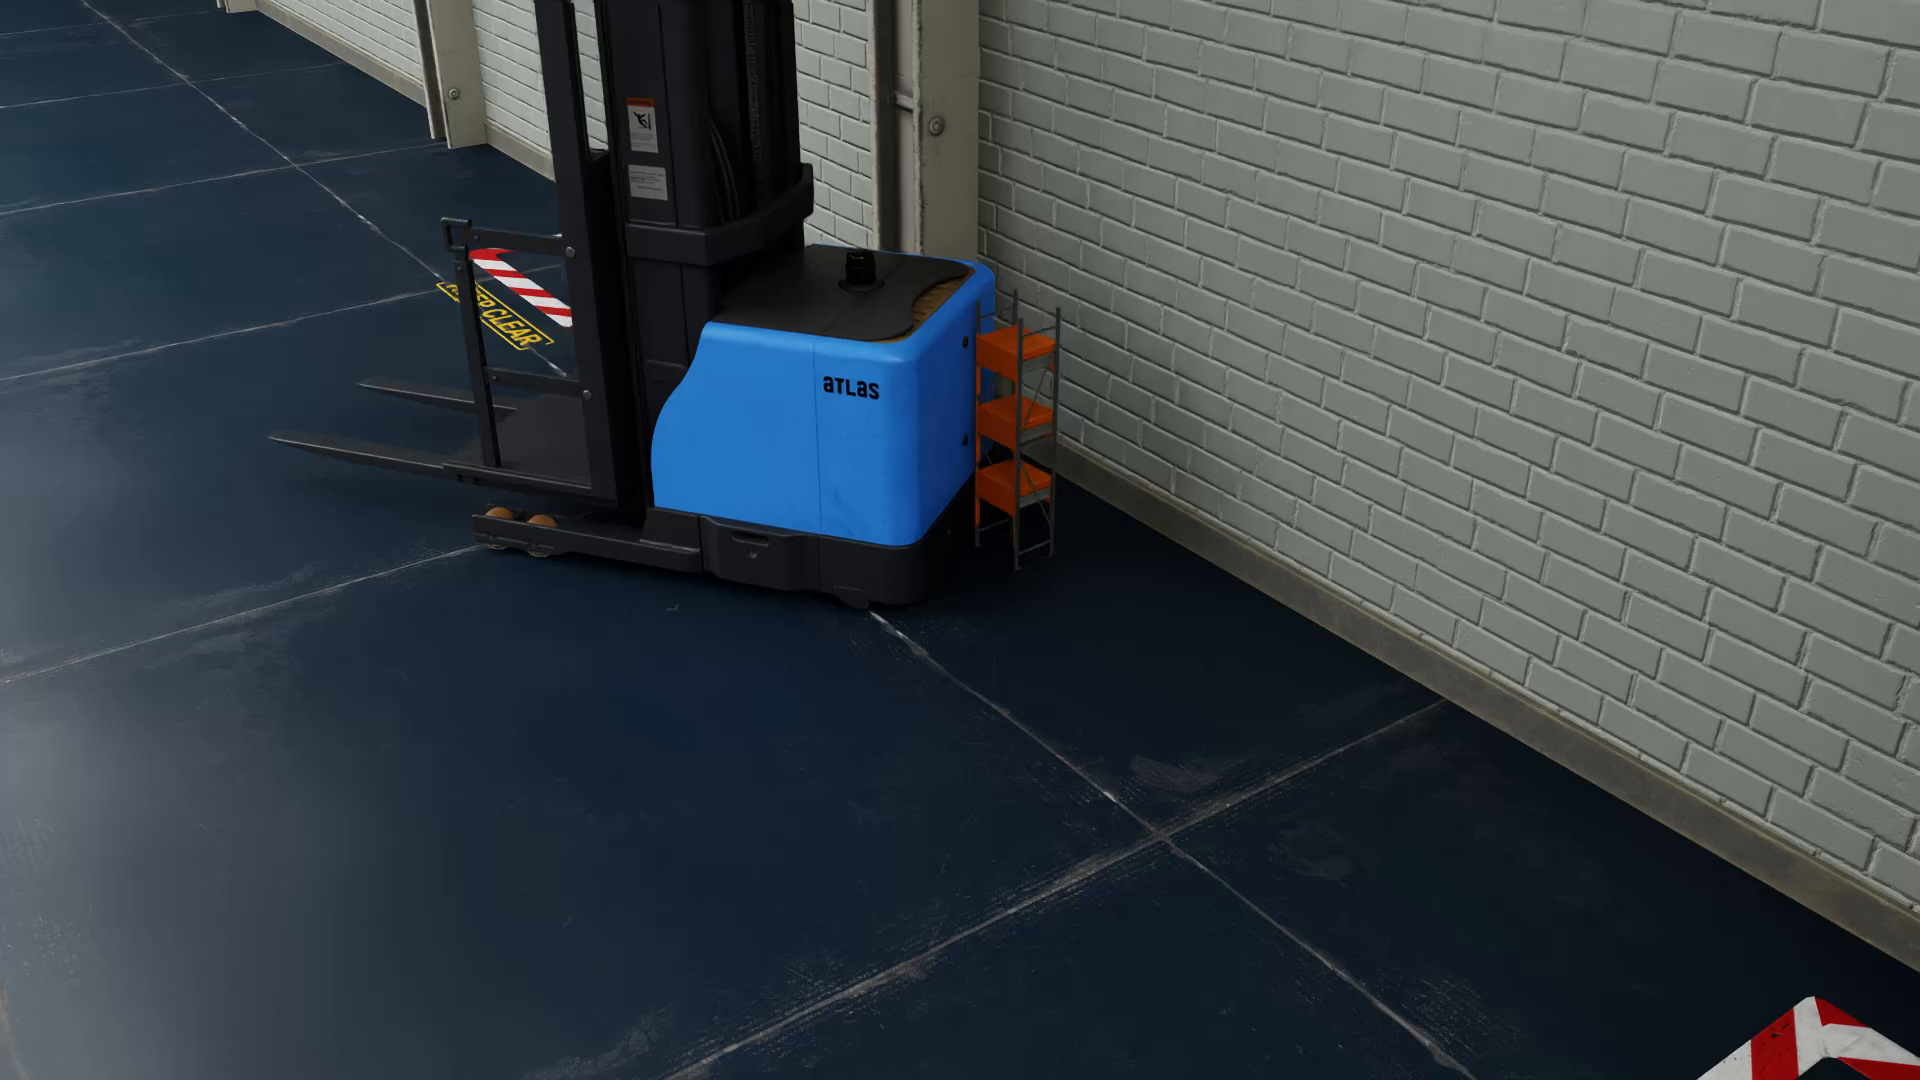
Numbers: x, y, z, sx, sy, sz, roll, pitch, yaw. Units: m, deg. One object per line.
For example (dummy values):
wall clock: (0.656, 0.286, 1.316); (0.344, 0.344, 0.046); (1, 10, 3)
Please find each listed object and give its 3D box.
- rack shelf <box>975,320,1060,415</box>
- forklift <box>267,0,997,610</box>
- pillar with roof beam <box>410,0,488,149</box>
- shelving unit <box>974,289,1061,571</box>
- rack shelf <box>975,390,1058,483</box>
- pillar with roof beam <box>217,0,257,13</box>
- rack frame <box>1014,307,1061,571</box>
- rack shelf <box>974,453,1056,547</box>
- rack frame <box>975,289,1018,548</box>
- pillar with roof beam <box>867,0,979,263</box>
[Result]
rack shelf: (0.215, -0.654, 6.282); (0.215, 0.259, 0.240); (-21, 35, -33)
forklift: (-1.421, -1.444, 6.338); (3.031, 2.935, 1.130); (9, 30, 17)
pillar with roof beam: (-7.143, -5.682, 7.783); (9.100, 9.000, 0.400); (-19, 34, -31)
shelving unit: (0.215, -0.414, 6.413); (0.215, 1.050, 0.252); (-21, 35, -33)
rack shelf: (0.215, -0.405, 6.418); (0.215, 0.259, 0.240); (-21, 35, -33)
pillar with roof beam: (-10.624, -8.014, 12.077); (9.100, 9.000, 0.400); (-19, 34, -31)
rack frame: (0.292, -0.369, 6.329); (0.200, 1.050, 0.008); (-21, 35, -33)
rack shelf: (0.215, -0.161, 6.550); (0.215, 0.259, 0.240); (-21, 35, -33)
rack frame: (0.139, -0.460, 6.496); (0.200, 1.050, 0.008); (-21, 35, -33)
pillar with roof beam: (-3.663, -3.349, 3.488); (9.100, 9.000, 0.400); (-19, 34, -31)
